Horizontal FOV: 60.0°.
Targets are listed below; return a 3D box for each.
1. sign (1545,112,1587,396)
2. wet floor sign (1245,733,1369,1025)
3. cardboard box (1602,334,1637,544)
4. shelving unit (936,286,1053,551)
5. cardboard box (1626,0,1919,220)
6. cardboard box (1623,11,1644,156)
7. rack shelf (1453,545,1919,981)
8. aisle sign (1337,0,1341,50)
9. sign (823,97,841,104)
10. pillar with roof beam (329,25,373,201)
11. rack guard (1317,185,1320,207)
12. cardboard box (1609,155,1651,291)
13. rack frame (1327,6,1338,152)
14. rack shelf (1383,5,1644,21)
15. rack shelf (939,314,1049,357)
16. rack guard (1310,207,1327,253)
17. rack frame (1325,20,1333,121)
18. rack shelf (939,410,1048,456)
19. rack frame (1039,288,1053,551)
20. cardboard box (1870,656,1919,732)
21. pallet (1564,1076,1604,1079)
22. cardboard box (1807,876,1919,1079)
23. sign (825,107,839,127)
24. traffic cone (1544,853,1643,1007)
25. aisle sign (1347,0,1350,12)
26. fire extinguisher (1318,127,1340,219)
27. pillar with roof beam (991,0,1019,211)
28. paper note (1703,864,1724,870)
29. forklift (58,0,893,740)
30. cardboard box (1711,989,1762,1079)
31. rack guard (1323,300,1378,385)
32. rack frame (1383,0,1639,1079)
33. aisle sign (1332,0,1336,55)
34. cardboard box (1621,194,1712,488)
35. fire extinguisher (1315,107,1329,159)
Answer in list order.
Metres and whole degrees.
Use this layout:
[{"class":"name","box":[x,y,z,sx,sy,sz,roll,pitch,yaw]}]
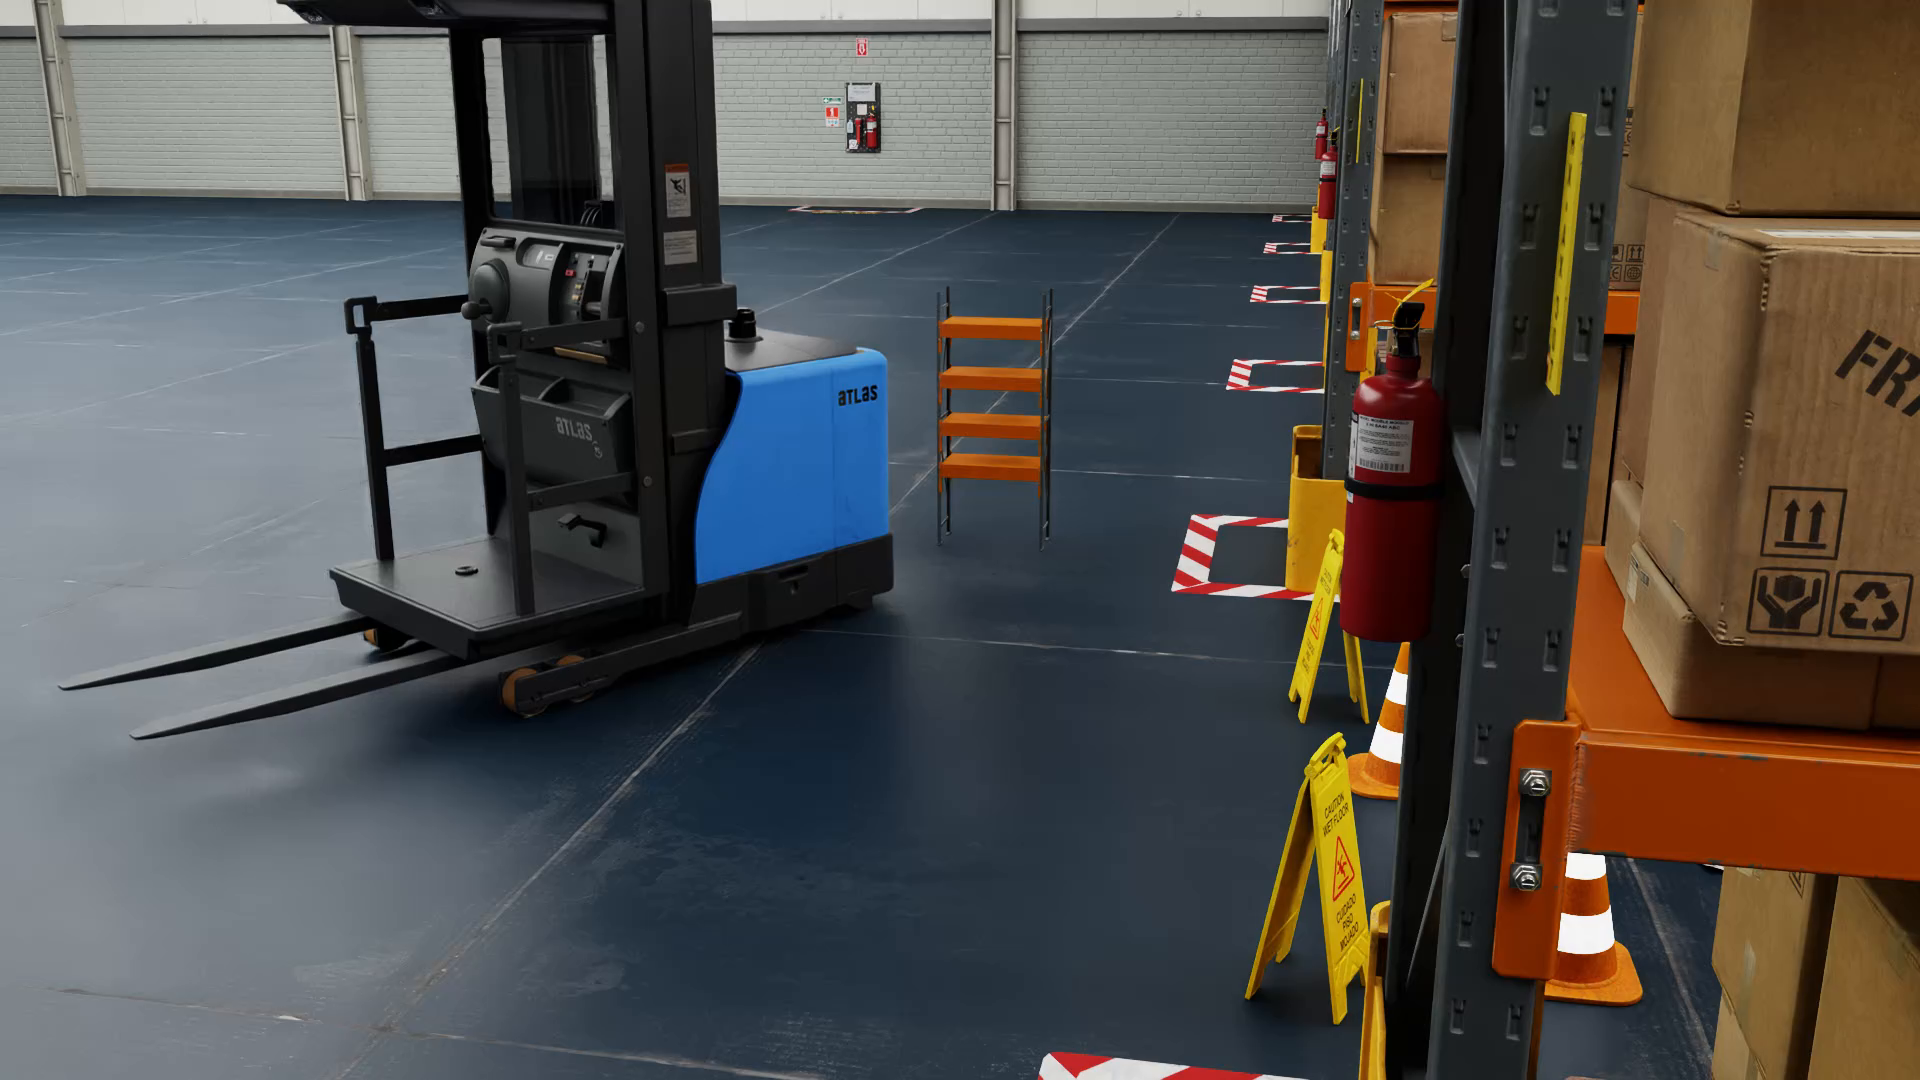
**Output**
[{"class":"sign","box":[0.720,-0.340,1.980,0.005,0.325,0.100,3,16,11]},{"class":"wet floor sign","box":[0.855,0.780,3.969,0.232,0.644,0.267,9,18,30]},{"class":"cardboard box","box":[3.255,-0.479,7.294,0.875,0.875,0.875,3,16,10]},{"class":"shelving unit","box":[0.162,-0.569,7.800,0.503,1.200,0.258,3,16,11]},{"class":"cardboard box","box":[1.372,-0.768,2.529,0.500,0.500,0.700,3,16,10]},{"class":"cardboard box","box":[2.628,-1.923,7.011,0.550,0.550,0.875,3,16,11]},{"class":"rack shelf","box":[2.788,0.388,2.319,4.000,0.370,1.077,3,16,11]},{"class":"aisle sign","box":[3.661,-5.133,16.034,0.004,0.787,0.394,3,16,11]},{"class":"sign","box":[-2.190,-7.521,28.464,0.331,0.109,0.001,3,16,11]},{"class":"pillar with roof beam","box":[-11.875,-9.456,25.273,0.400,9.000,9.100,3,16,11]},{"class":"rack guard","box":[5.838,-5.336,26.319,0.348,0.500,1.175,3,16,11]},{"class":"cardboard box","box":[2.631,-1.406,7.168,0.550,0.550,0.875,3,16,11]},{"class":"rack frame","box":[4.780,-5.249,21.321,0.127,3.000,1.000,3,16,11]},{"class":"rack shelf","box":[5.749,-4.946,15.955,4.000,0.370,1.077,3,16,11]},{"class":"rack shelf","box":[0.162,-0.948,7.695,0.480,0.148,0.258,3,16,11]},{"class":"rack guard","box":[4.757,-4.045,21.659,0.348,0.500,1.175,3,16,11]},{"class":"rack frame","box":[5.764,-6.545,26.000,0.127,3.000,1.000,3,16,11]},{"class":"rack shelf","box":[0.162,-0.505,7.818,0.480,0.148,0.258,3,16,11]},{"class":"rack frame","box":[0.401,-0.556,7.753,0.015,1.200,0.240,3,16,11]},{"class":"cardboard box","box":[1.370,0.138,2.345,0.250,0.149,0.380,3,16,12]},{"class":"pallet","box":[1.691,1.335,2.776,1.213,0.211,1.003,3,16,11]},{"class":"cardboard box","box":[1.586,0.813,2.398,0.500,0.500,0.500,3,16,9]},{"class":"sign","box":[-2.193,-7.268,28.544,0.234,0.329,0.001,3,16,11]},{"class":"traffic cone","box":[1.506,0.843,4.082,0.334,0.463,0.336,3,16,11]},{"class":"aisle sign","box":[1.586,-2.543,6.685,0.004,0.787,0.394,3,16,11]},{"class":"fire extinguisher","box":[2.782,-2.747,12.434,0.183,0.674,0.296,3,16,11]},{"class":"pillar with roof beam","box":[-0.116,-8.818,22.968,0.400,9.000,9.100,3,16,11]},{"class":"paper note","box":[2.151,0.895,4.702,0.142,0.019,0.148,-2,16,-8]},{"class":"forklift","box":[-1.666,-0.952,5.940,1.130,2.935,3.031,14,21,42]},{"class":"cardboard box","box":[1.697,1.032,3.013,0.500,0.250,0.500,3,16,11]},{"class":"rack guard","box":[2.877,-1.449,12.285,0.348,0.500,1.175,3,16,11]},{"class":"rack frame","box":[0.827,-0.064,2.604,0.053,2.616,0.949,3,16,11]},{"class":"aisle sign","box":[4.655,-6.425,20.697,0.004,0.787,0.394,3,16,11]},{"class":"cardboard box","box":[1.414,-0.300,2.710,0.500,0.500,0.500,3,16,10]},{"class":"fire extinguisher","box":[4.757,-5.339,21.793,0.183,0.674,0.296,3,16,11]}]
